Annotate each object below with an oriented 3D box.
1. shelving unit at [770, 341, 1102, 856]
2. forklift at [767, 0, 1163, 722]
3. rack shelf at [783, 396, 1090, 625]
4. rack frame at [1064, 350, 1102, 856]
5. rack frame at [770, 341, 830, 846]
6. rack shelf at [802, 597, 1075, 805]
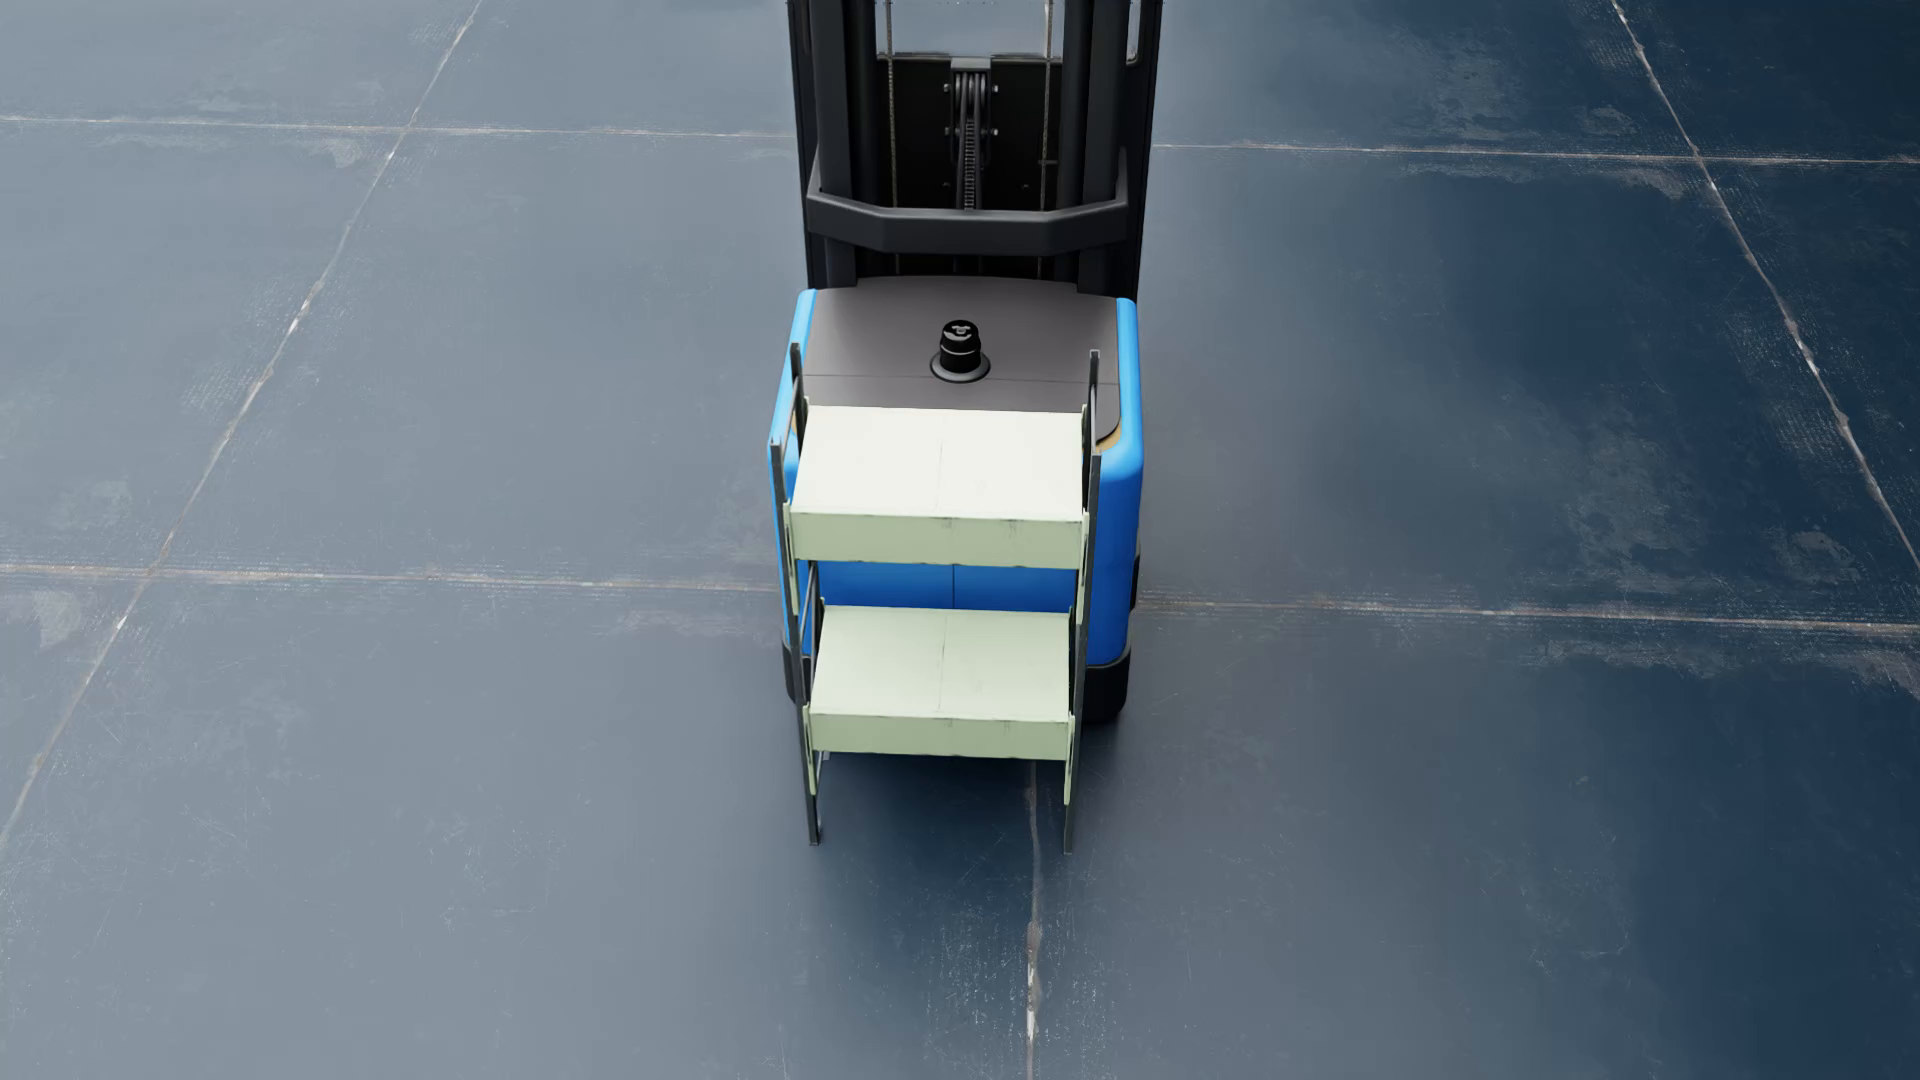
[{"bbox_3d":[-0.047,0.210,4.425,0.755,1.500,0.431,2,43,2],"label":"shelving unit"},{"bbox_3d":[0.054,-1.512,5.223,1.130,2.935,3.031,2,43,2],"label":"forklift"},{"bbox_3d":[-0.047,-0.076,4.159,0.720,0.370,0.431,2,43,2],"label":"rack shelf"},{"bbox_3d":[0.319,0.222,4.412,0.023,1.500,0.400,2,43,2],"label":"rack frame"},{"bbox_3d":[-0.412,0.198,4.437,0.023,1.500,0.400,2,43,2],"label":"rack frame"},{"bbox_3d":[-0.047,0.448,4.647,0.720,0.370,0.431,2,43,2],"label":"rack shelf"}]
